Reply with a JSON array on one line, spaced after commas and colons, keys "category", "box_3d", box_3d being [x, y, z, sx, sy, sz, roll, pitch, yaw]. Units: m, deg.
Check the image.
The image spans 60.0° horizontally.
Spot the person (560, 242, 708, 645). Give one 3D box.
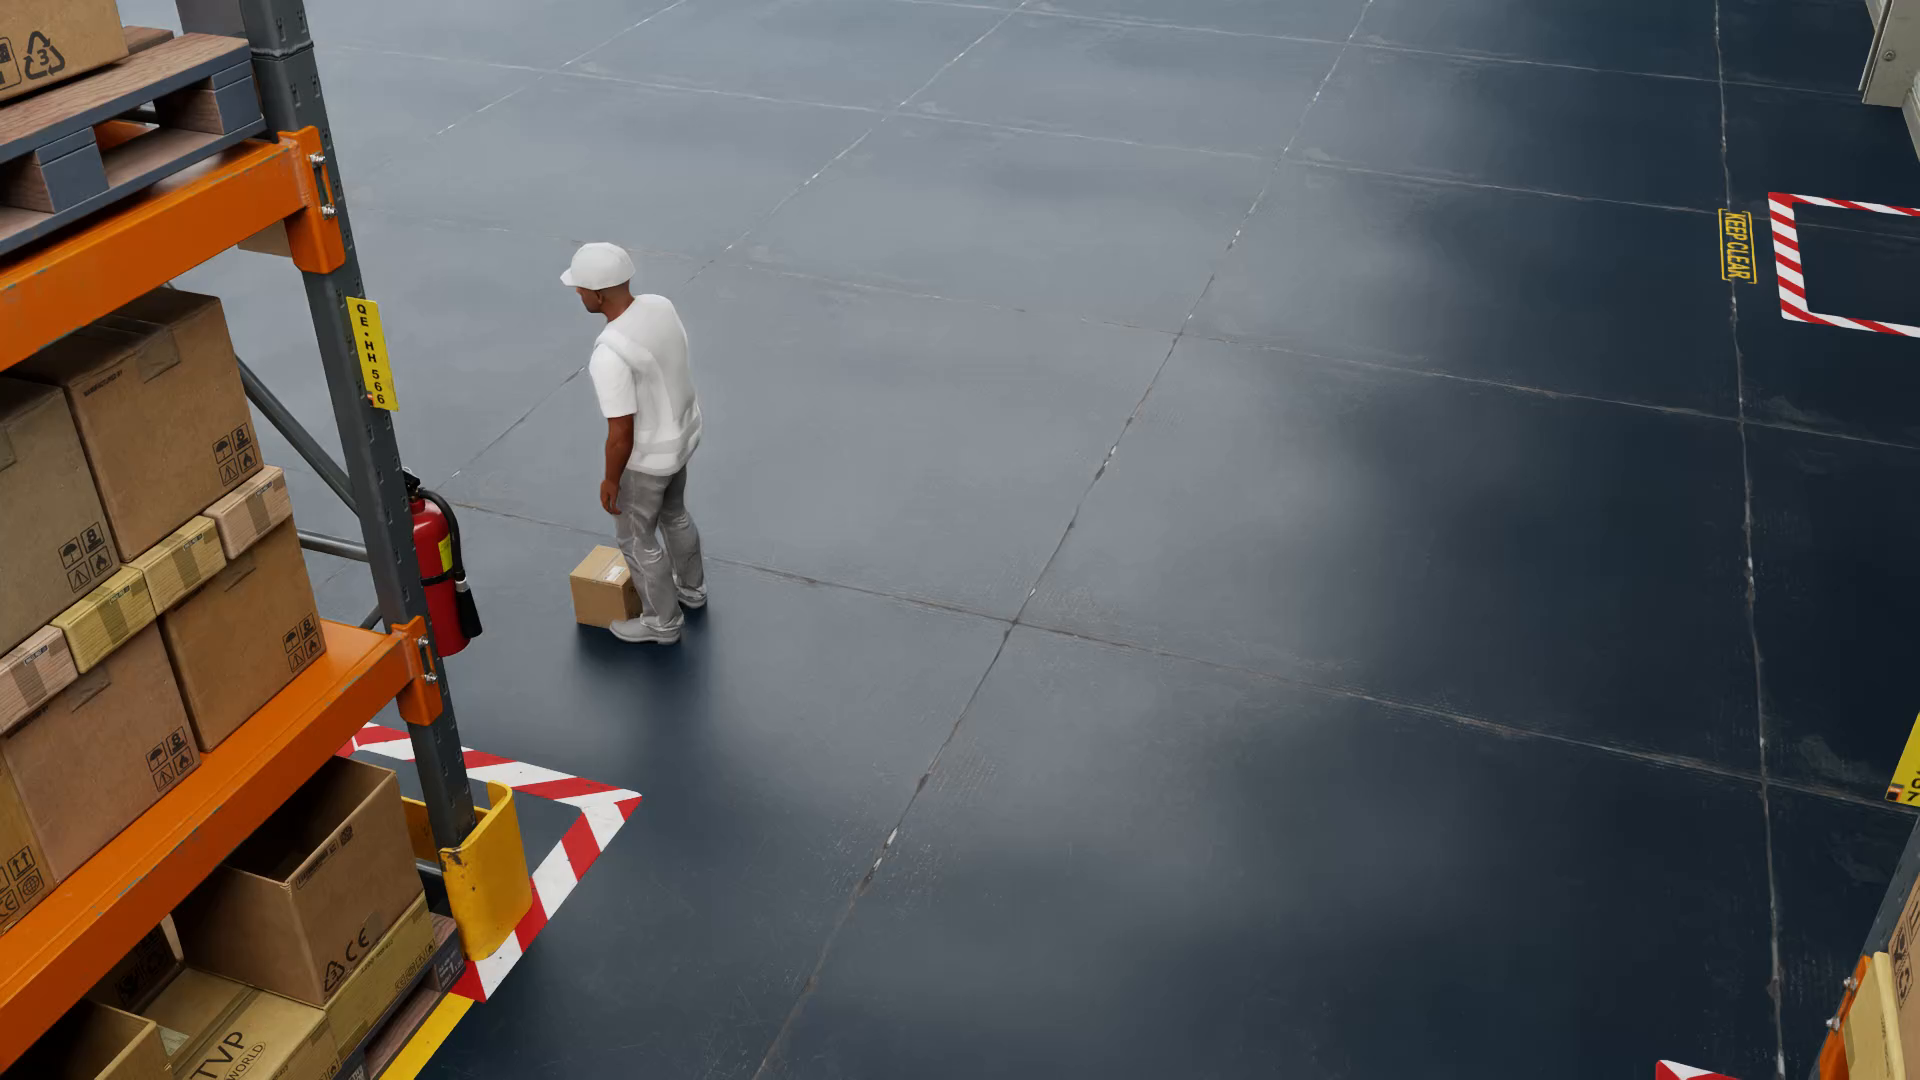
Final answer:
[{"category": "person", "box_3d": [-1.284, -0.378, 6.705, 0.460, 1.759, 0.634, 9, 34, 14]}]
